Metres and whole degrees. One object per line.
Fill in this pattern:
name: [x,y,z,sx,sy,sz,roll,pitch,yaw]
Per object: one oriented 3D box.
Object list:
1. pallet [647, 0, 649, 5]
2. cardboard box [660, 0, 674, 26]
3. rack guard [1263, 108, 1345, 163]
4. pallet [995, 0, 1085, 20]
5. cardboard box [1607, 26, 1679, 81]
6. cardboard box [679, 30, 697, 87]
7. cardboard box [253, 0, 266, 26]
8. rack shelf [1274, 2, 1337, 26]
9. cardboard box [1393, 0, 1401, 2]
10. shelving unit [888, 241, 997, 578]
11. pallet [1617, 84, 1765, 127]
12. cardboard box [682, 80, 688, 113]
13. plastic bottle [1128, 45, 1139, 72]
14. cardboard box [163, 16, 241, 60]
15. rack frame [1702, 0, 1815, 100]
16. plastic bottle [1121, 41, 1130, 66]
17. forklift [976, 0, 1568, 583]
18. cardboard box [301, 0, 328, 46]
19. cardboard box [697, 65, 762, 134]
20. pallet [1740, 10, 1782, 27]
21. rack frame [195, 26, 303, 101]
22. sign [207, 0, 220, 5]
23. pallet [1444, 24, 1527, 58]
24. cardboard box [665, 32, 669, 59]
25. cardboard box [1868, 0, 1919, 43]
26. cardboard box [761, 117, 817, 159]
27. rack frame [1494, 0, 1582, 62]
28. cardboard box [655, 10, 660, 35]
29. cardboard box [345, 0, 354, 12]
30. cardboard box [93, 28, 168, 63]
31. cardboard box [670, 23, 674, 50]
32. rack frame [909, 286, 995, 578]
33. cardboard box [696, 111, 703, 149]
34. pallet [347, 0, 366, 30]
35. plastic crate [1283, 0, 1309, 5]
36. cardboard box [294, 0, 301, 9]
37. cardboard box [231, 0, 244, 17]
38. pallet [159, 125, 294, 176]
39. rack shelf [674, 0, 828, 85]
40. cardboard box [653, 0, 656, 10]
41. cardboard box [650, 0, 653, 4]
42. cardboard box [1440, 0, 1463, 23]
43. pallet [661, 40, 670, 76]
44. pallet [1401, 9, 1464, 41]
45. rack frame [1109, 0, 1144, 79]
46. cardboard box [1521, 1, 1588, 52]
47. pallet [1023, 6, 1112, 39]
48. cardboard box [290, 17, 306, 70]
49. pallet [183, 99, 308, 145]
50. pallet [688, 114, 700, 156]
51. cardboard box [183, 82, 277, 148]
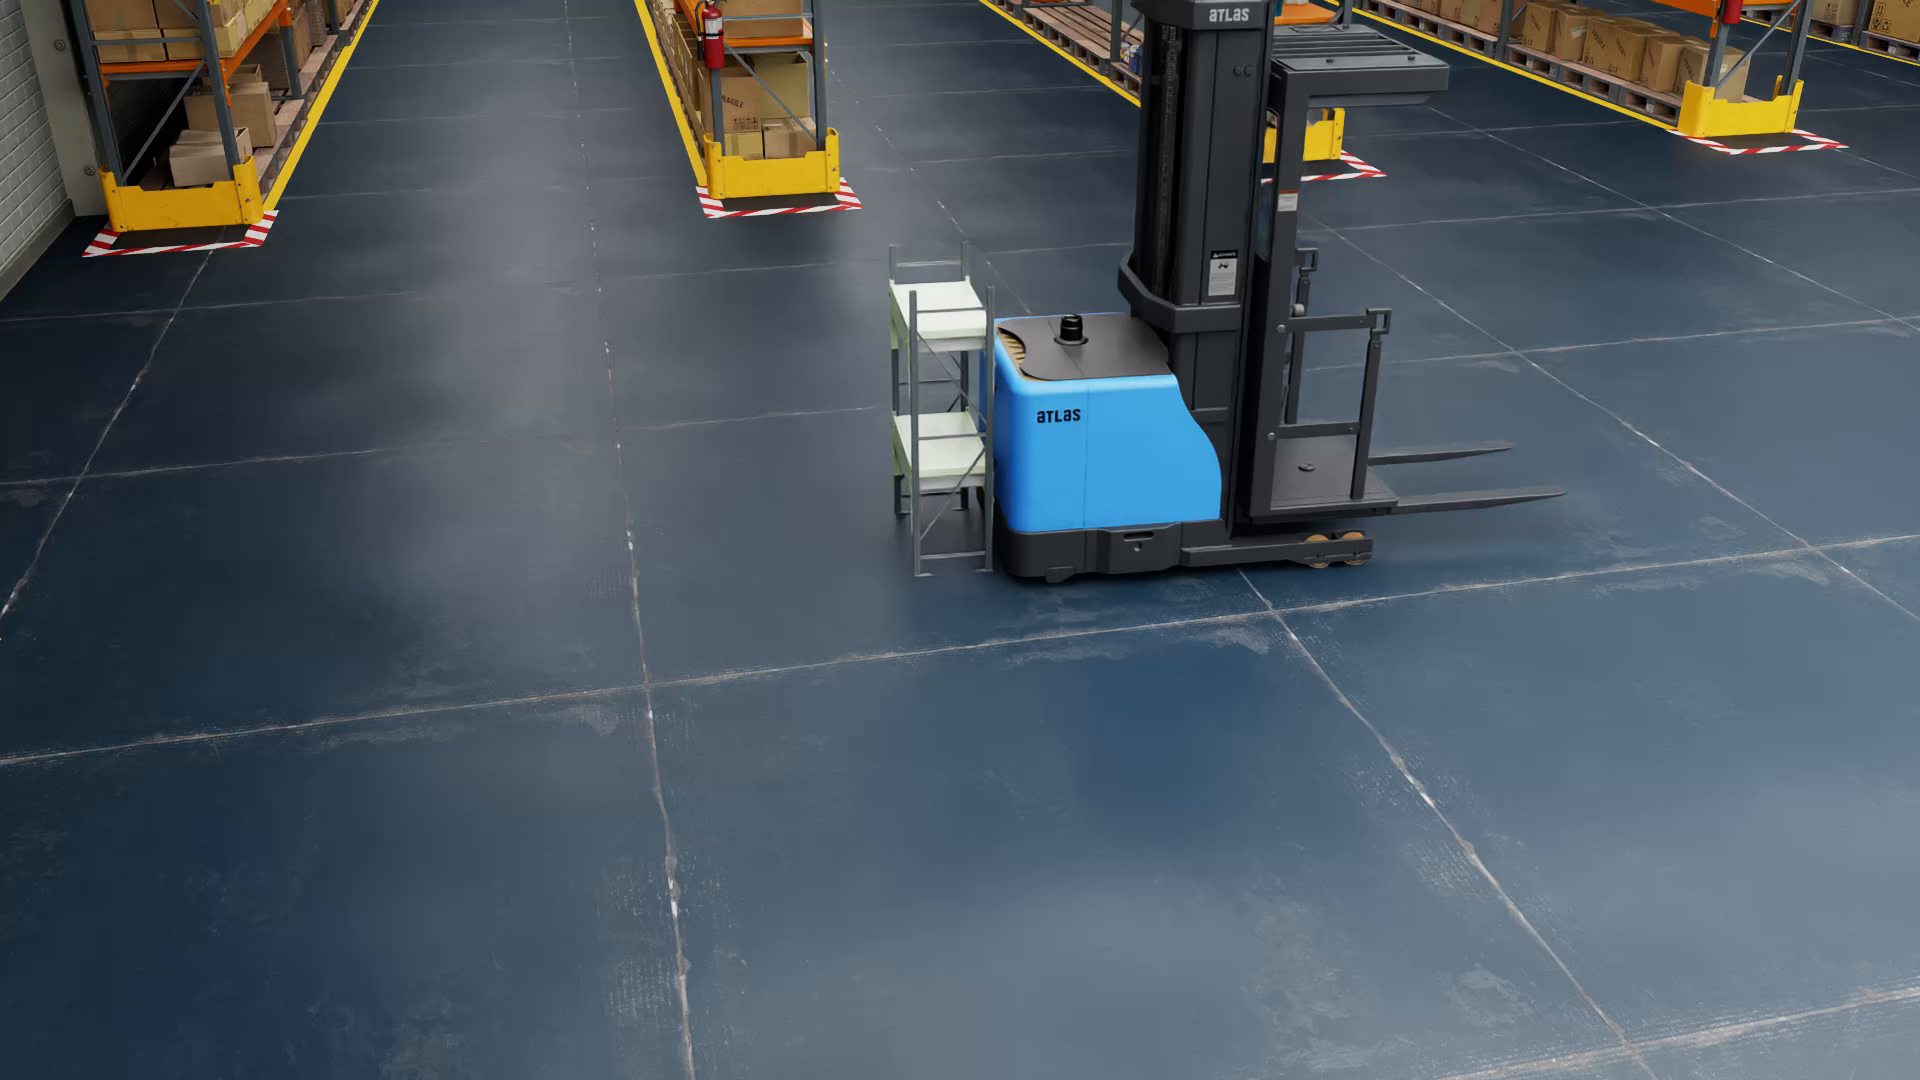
pallet: [-4.168,-8.170,24.703,1.003,0.211,1.213,-6,27,-12]
cardboard box: [-3.299,-6.283,19.833,0.500,0.311,0.500,-6,27,-12]
rack guard: [3.080,-3.914,15.950,1.175,0.500,0.348,-6,27,-12]
pallet: [1.122,-7.611,23.594,1.003,0.211,1.213,-6,27,-12]
cardboard box: [7.554,-5.388,18.404,0.500,0.500,0.500,-3,27,-7]
cardboard box: [-2.560,-4.877,16.836,0.500,0.500,0.500,-6,27,-12]
cardboard box: [-6.661,-4.857,15.188,0.500,0.250,0.500,-6,27,-11]
rack shelf: [2.692,-5.559,17.232,1.077,0.370,4.000,-6,27,-12]
cardboard box: [6.336,-7.805,23.171,0.700,0.500,0.500,-7,28,-14]
shelving unit: [-0.097,-0.661,8.395,0.431,1.500,0.755,-4,27,-8]
pallet: [7.803,-4.653,17.735,1.003,0.211,1.213,-6,27,-12]
cardboard box: [-2.561,-4.542,17.005,0.500,0.250,0.500,-6,27,-12]
plastic bottle: [1.986,-5.415,18.683,0.152,0.276,0.135,-5,27,-10]
cardboard box: [-6.310,-4.184,13.855,0.500,0.250,0.500,-7,28,-13]
rack frame: [7.969,-5.505,16.327,1.000,3.000,0.127,-6,27,-12]
plastic bottle: [1.886,-5.552,18.960,0.097,0.271,0.097,0,27,0]
forklift: [1.653,-1.396,8.263,3.031,2.935,1.130,-4,27,-8]
cardboard box: [-8.099,-6.277,20.144,0.700,0.500,0.500,-6,27,-11]
cardboard box: [-2.094,-4.000,15.100,0.500,0.500,0.500,-6,27,-12]
pallet: [11.397,-7.343,23.064,1.003,0.211,1.213,-6,27,-12]
rack frame: [-7.411,-5.752,16.817,1.000,3.000,0.127,-6,27,-12]
sign: [-5.980,-4.437,13.252,0.100,0.325,0.005,-6,27,-12]
pallet: [6.890,-6.357,21.111,1.003,0.211,1.213,-6,27,-12]
cardboard box: [-3.189,-5.816,19.529,0.500,0.250,0.500,-5,27,-10]
cardboard box: [11.996,-6.676,20.539,0.875,0.875,0.875,-6,27,-11]
cardboard box: [-1.588,-3.718,15.373,0.500,0.250,0.500,-6,27,-12]
rack frame: [7.067,-7.261,19.806,1.000,3.000,0.127,-6,27,-12]
cardboard box: [-3.540,-6.492,20.869,0.500,0.250,0.500,-7,28,-13]
cardboard box: [-8.541,-7.457,22.115,0.750,0.750,0.750,-6,27,-12]
cardboard box: [-6.803,-4.123,13.734,0.500,0.250,0.500,-6,27,-11]
cardboard box: [-2.956,-5.615,18.510,0.500,0.311,0.500,-6,27,-12]
rack frame: [-0.037,-0.499,8.073,0.400,1.500,0.023,-4,27,-8]
cardboard box: [-2.217,-3.884,15.702,0.500,0.250,0.500,-6,27,-12]
pallet: [-8.688,-7.151,22.684,1.003,0.211,1.213,-6,27,-12]
plastic crate: [3.255,-5.310,16.233,0.298,0.136,0.250,-6,27,-12]
cardboard box: [-8.032,-6.356,19.467,0.500,0.250,0.500,-5,27,-11]
cardboard box: [-6.425,-4.731,14.105,0.500,0.500,0.500,-6,27,-11]
pallet: [-6.946,-3.679,15.805,1.003,0.211,1.213,-6,27,-12]
rack shelf: [-2.134,-5.057,16.239,1.077,0.370,4.000,-6,27,-12]
cardboard box: [-3.655,-6.963,21.179,0.500,0.311,0.500,-5,27,-10]
cardboard box: [-4.042,-7.707,22.976,0.500,0.500,0.500,-7,28,-13]
cardboard box: [6.734,-7.070,21.714,0.700,0.500,0.500,-8,28,-16]
pallet: [-3.068,-5.868,20.141,1.003,0.211,1.213,-6,27,-12]
pallet: [6.612,-6.894,22.175,1.003,0.211,1.213,-6,27,-12]
rack frame: [2.242,-6.758,18.810,1.000,3.000,0.127,-6,27,-12]
cardboard box: [7.118,-6.153,19.919,0.500,0.500,0.500,-7,28,-13]
pallet: [1.477,-6.925,22.235,1.003,0.211,1.213,-6,27,-12]
cardboard box: [-7.834,-5.603,18.809,0.700,0.500,0.500,-6,27,-11]
pallet: [-7.225,-4.216,16.868,1.003,0.211,1.213,-6,27,-12]
pallet: [-2.168,-4.122,16.681,1.003,0.211,1.213,-6,27,-12]
cardboard box: [-6.822,-3.966,15.565,0.700,0.500,0.500,-8,28,-15]
